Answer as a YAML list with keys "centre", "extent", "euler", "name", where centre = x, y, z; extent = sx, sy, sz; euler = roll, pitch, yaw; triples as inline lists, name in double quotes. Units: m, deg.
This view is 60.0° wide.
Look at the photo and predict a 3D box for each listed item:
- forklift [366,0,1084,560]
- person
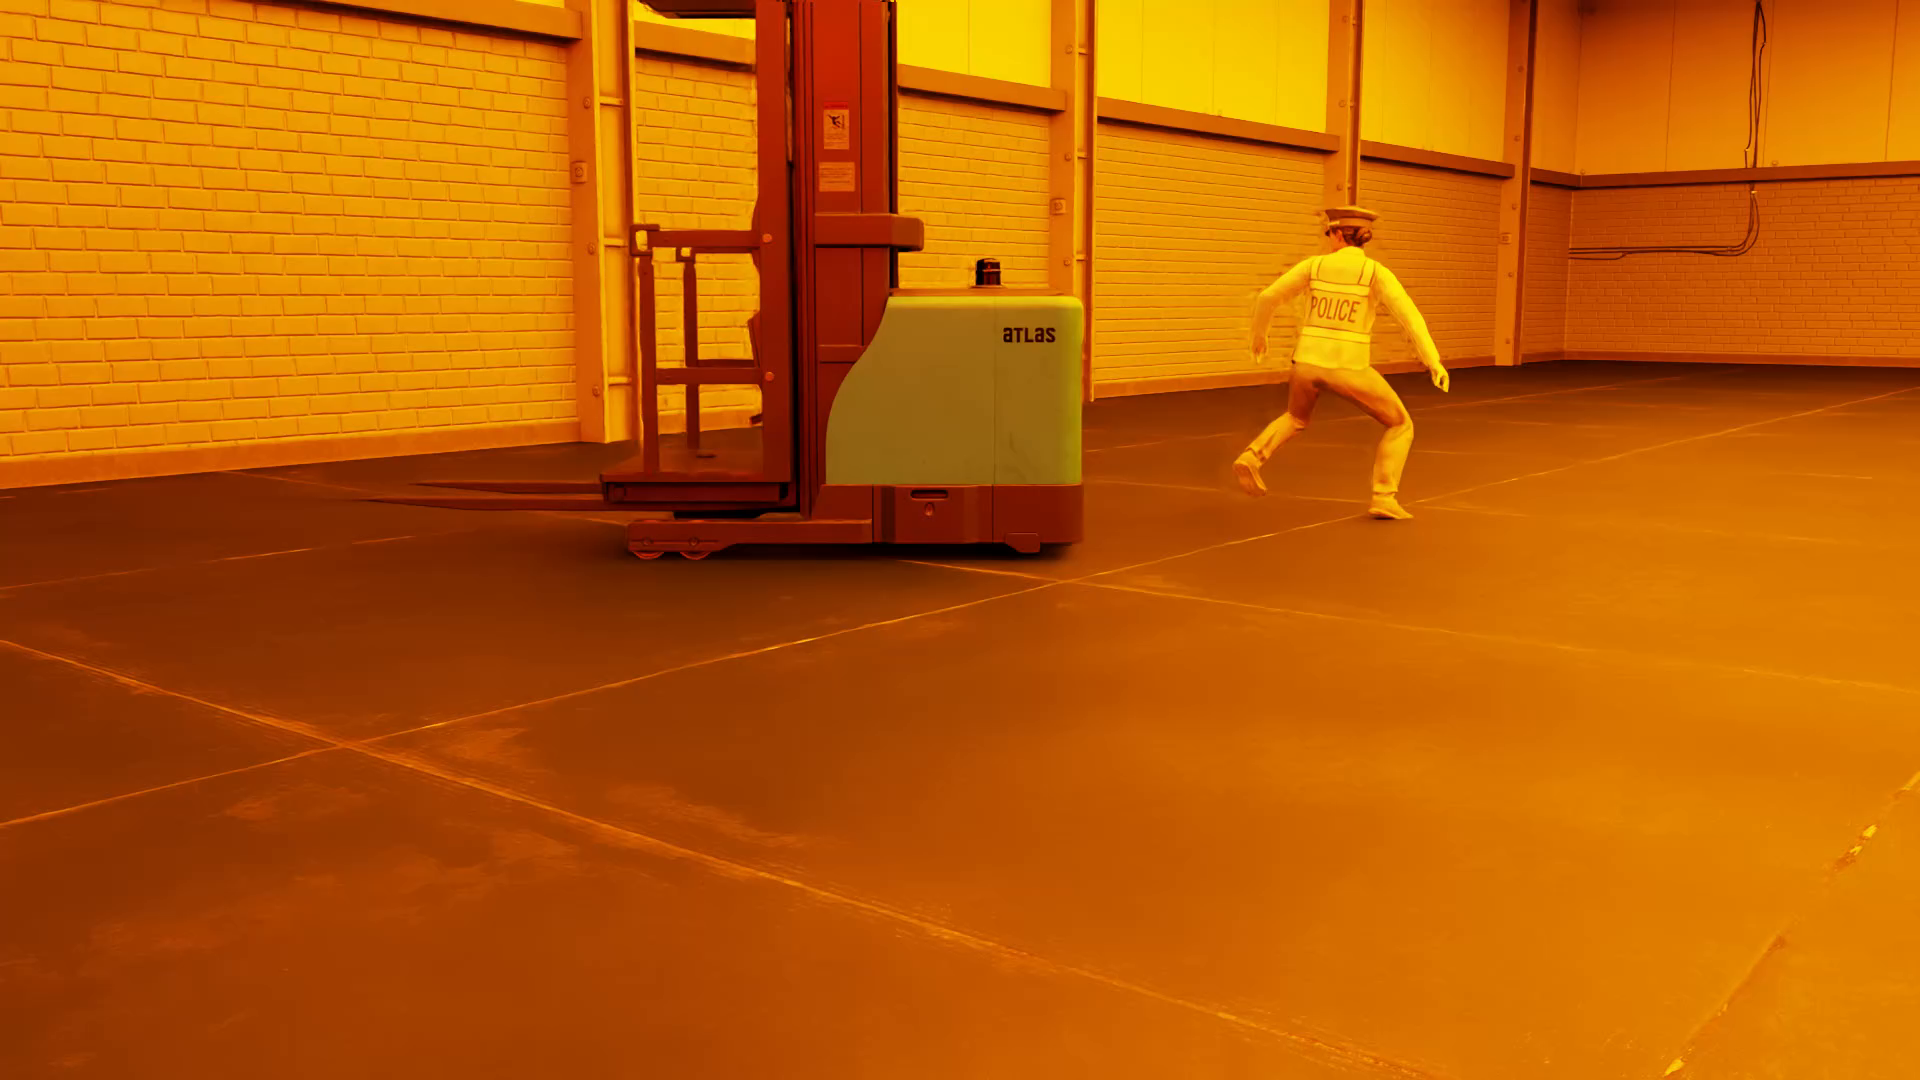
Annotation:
- centre: [-0.994, -1.445, 7.159]
  extent: [3.031, 2.935, 1.130]
  euler: [0, 8, 1]
  name: "forklift"
- centre: [1.888, -0.847, 8.142]
  extent: [1.042, 1.555, 0.468]
  euler: [6, 10, 35]
  name: "person"
